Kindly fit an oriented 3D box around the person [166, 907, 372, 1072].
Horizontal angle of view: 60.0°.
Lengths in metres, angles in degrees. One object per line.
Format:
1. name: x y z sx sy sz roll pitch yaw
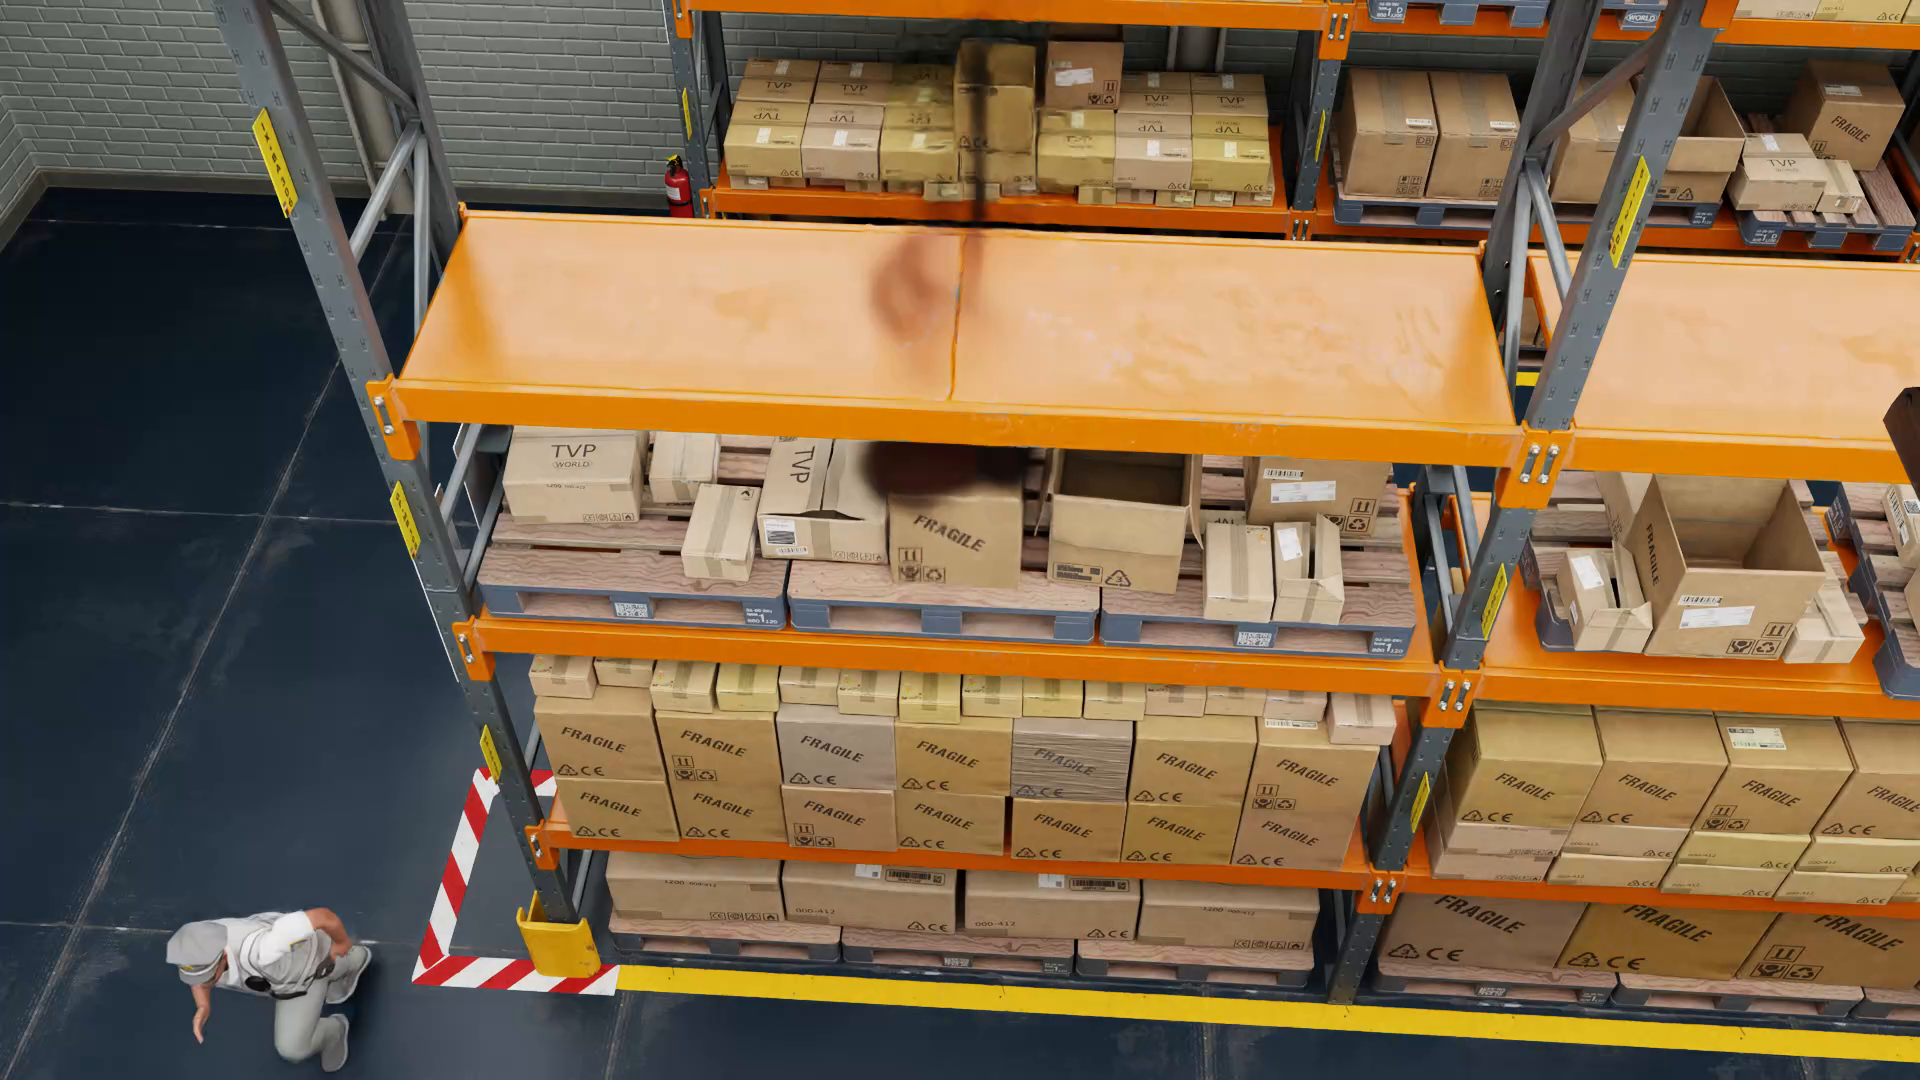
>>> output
1. person: -3.148 2.042 7.826 0.698 1.665 1.016 8 48 7
